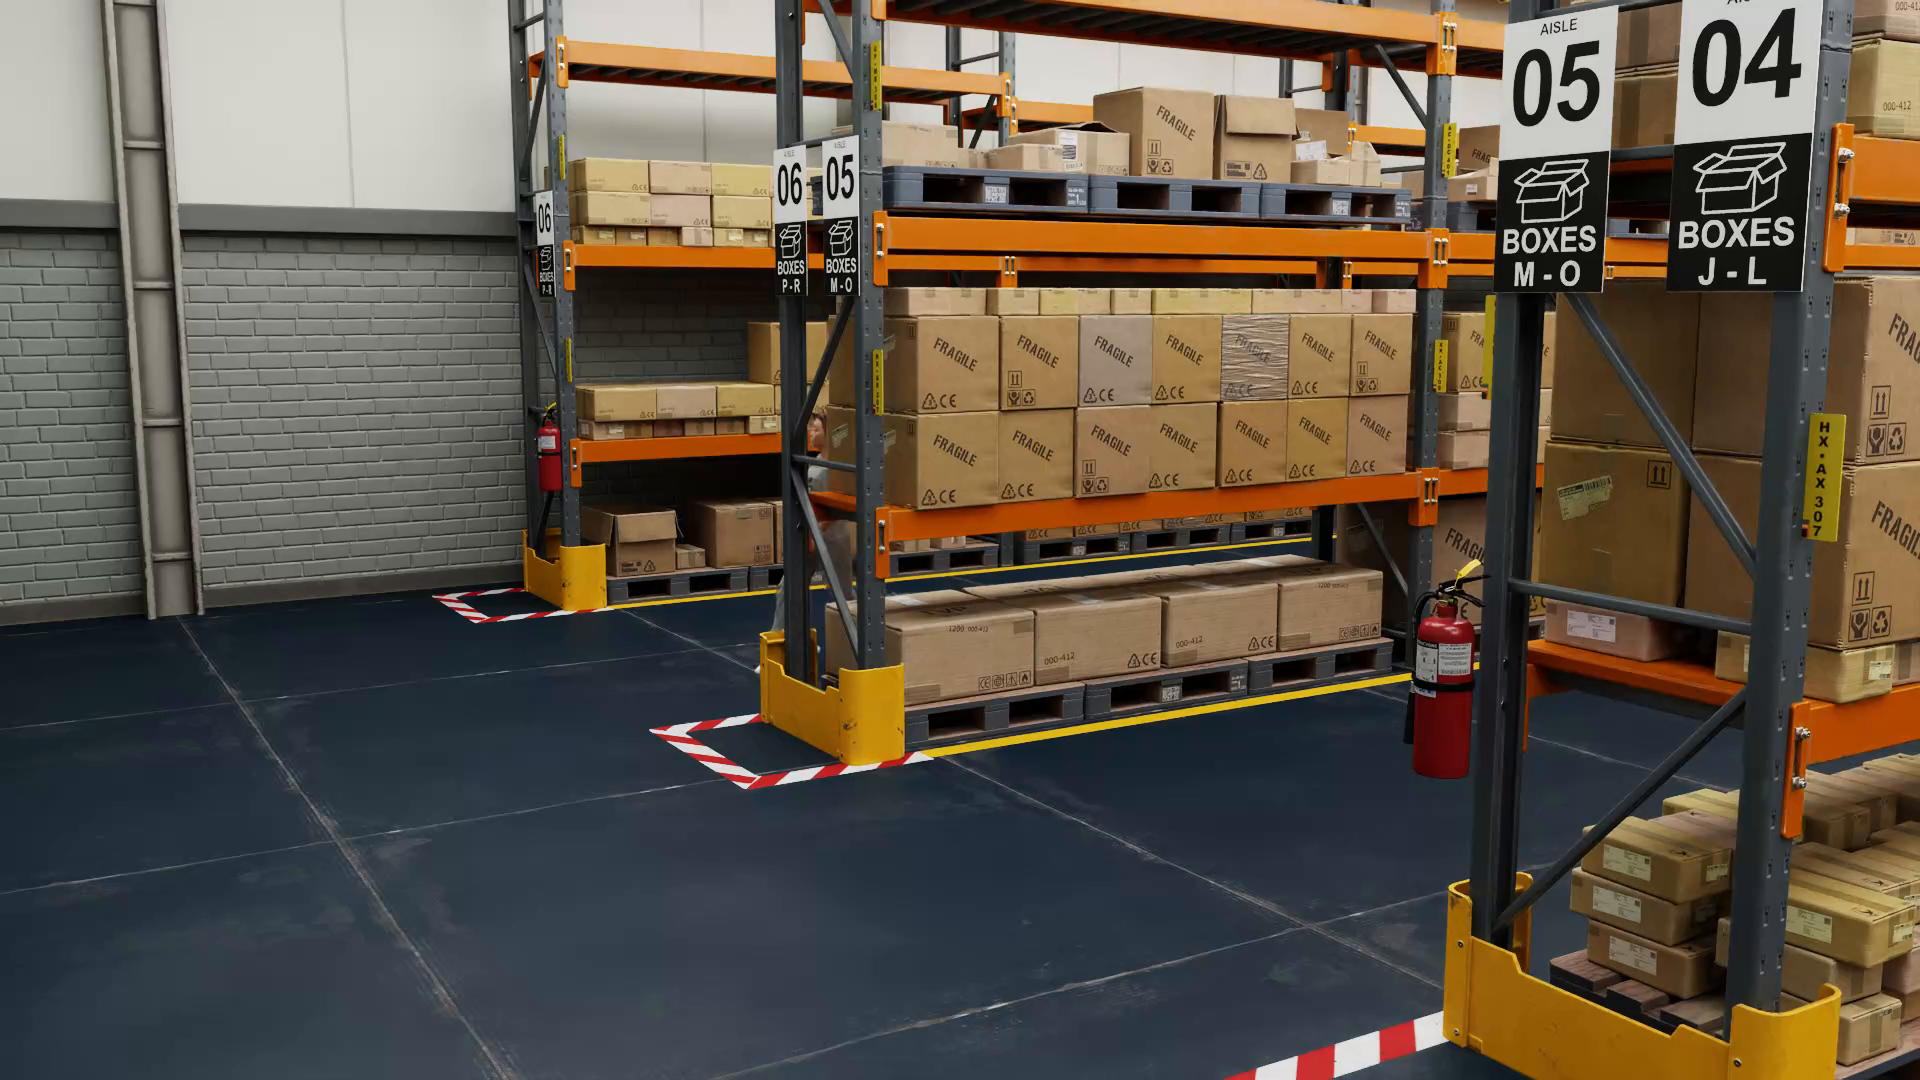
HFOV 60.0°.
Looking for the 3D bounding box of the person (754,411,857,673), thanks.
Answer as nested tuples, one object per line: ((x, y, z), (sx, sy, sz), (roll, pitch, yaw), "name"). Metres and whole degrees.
((-0.936, 0.027, 10.707), (0.756, 1.700, 0.446), (-5, 10, -31), "person")
